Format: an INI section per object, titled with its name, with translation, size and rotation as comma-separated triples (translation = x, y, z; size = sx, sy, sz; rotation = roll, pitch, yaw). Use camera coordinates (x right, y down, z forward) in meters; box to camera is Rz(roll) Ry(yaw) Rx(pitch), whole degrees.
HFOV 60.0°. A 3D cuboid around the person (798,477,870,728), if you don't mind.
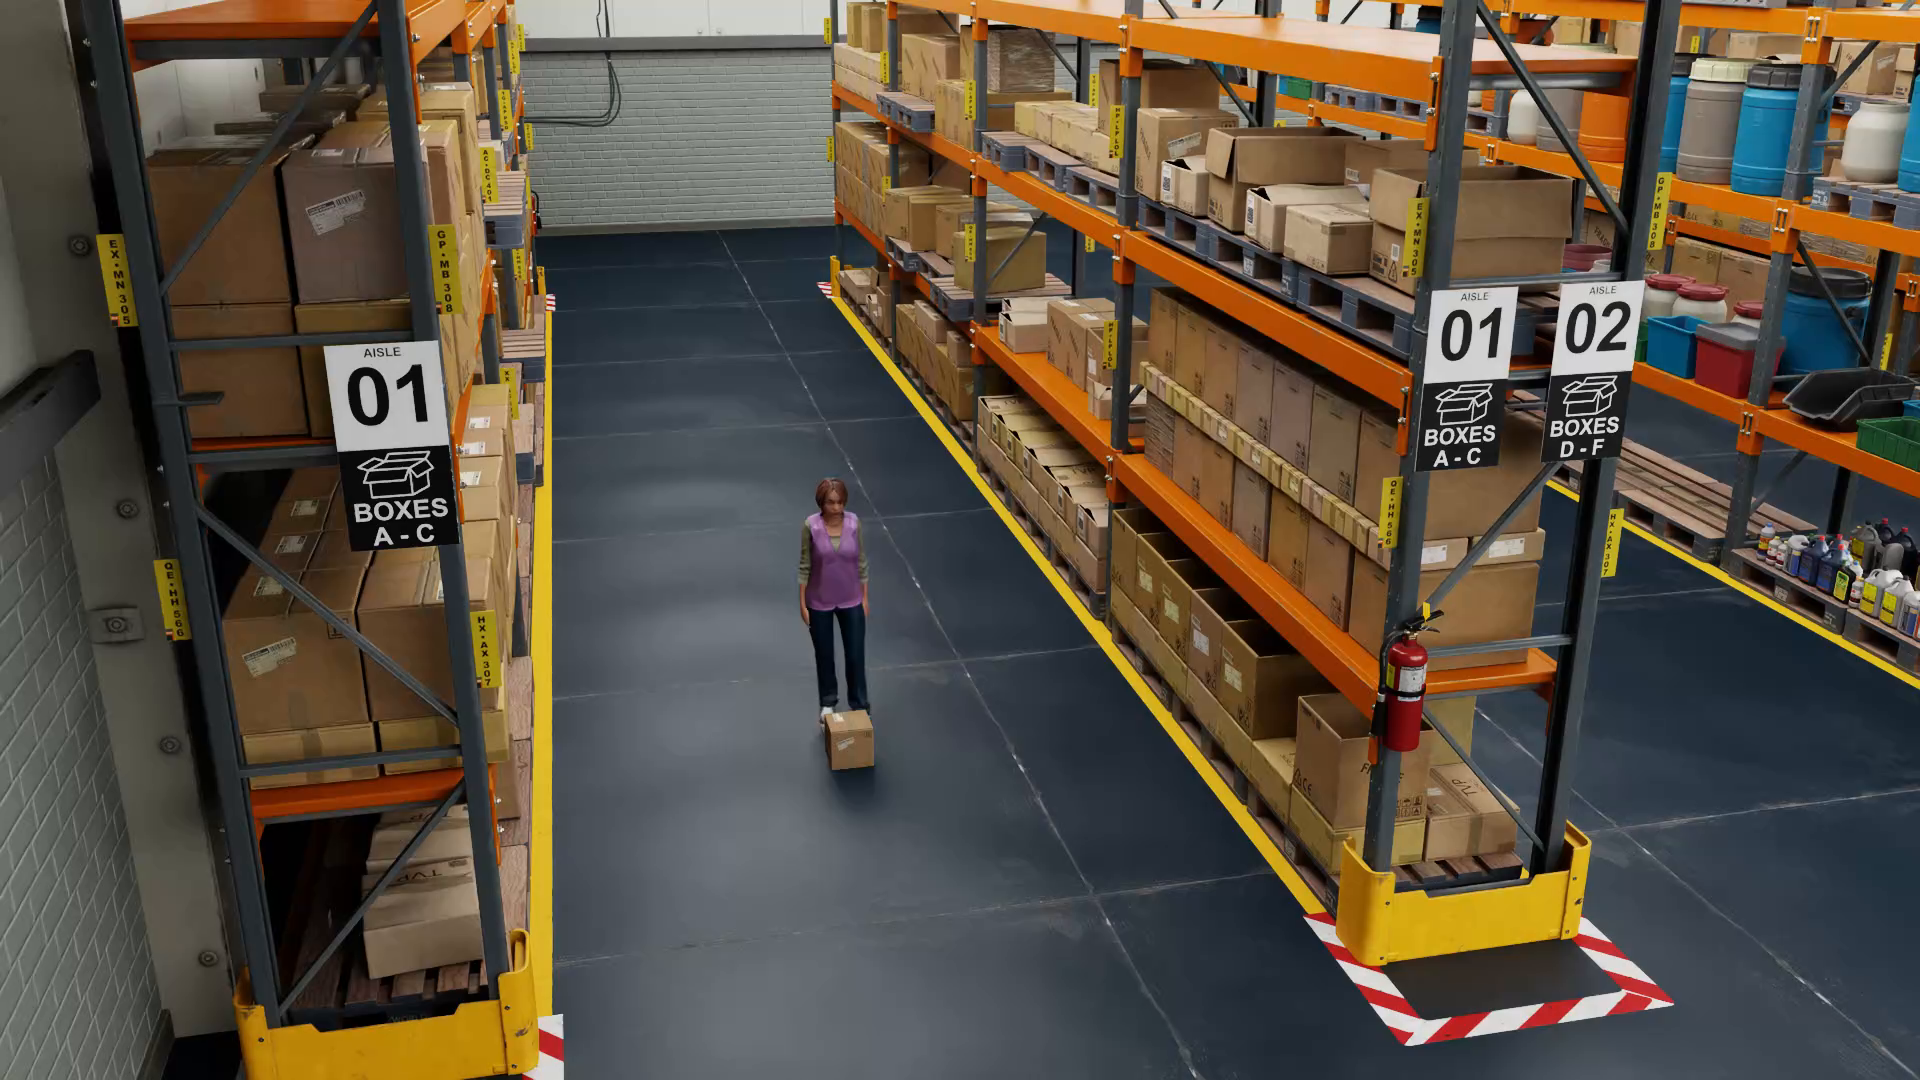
[person]
translation = -0.745, 0.401, 9.971
size = 0.430, 1.602, 0.479
rotation = -4, 20, -12
